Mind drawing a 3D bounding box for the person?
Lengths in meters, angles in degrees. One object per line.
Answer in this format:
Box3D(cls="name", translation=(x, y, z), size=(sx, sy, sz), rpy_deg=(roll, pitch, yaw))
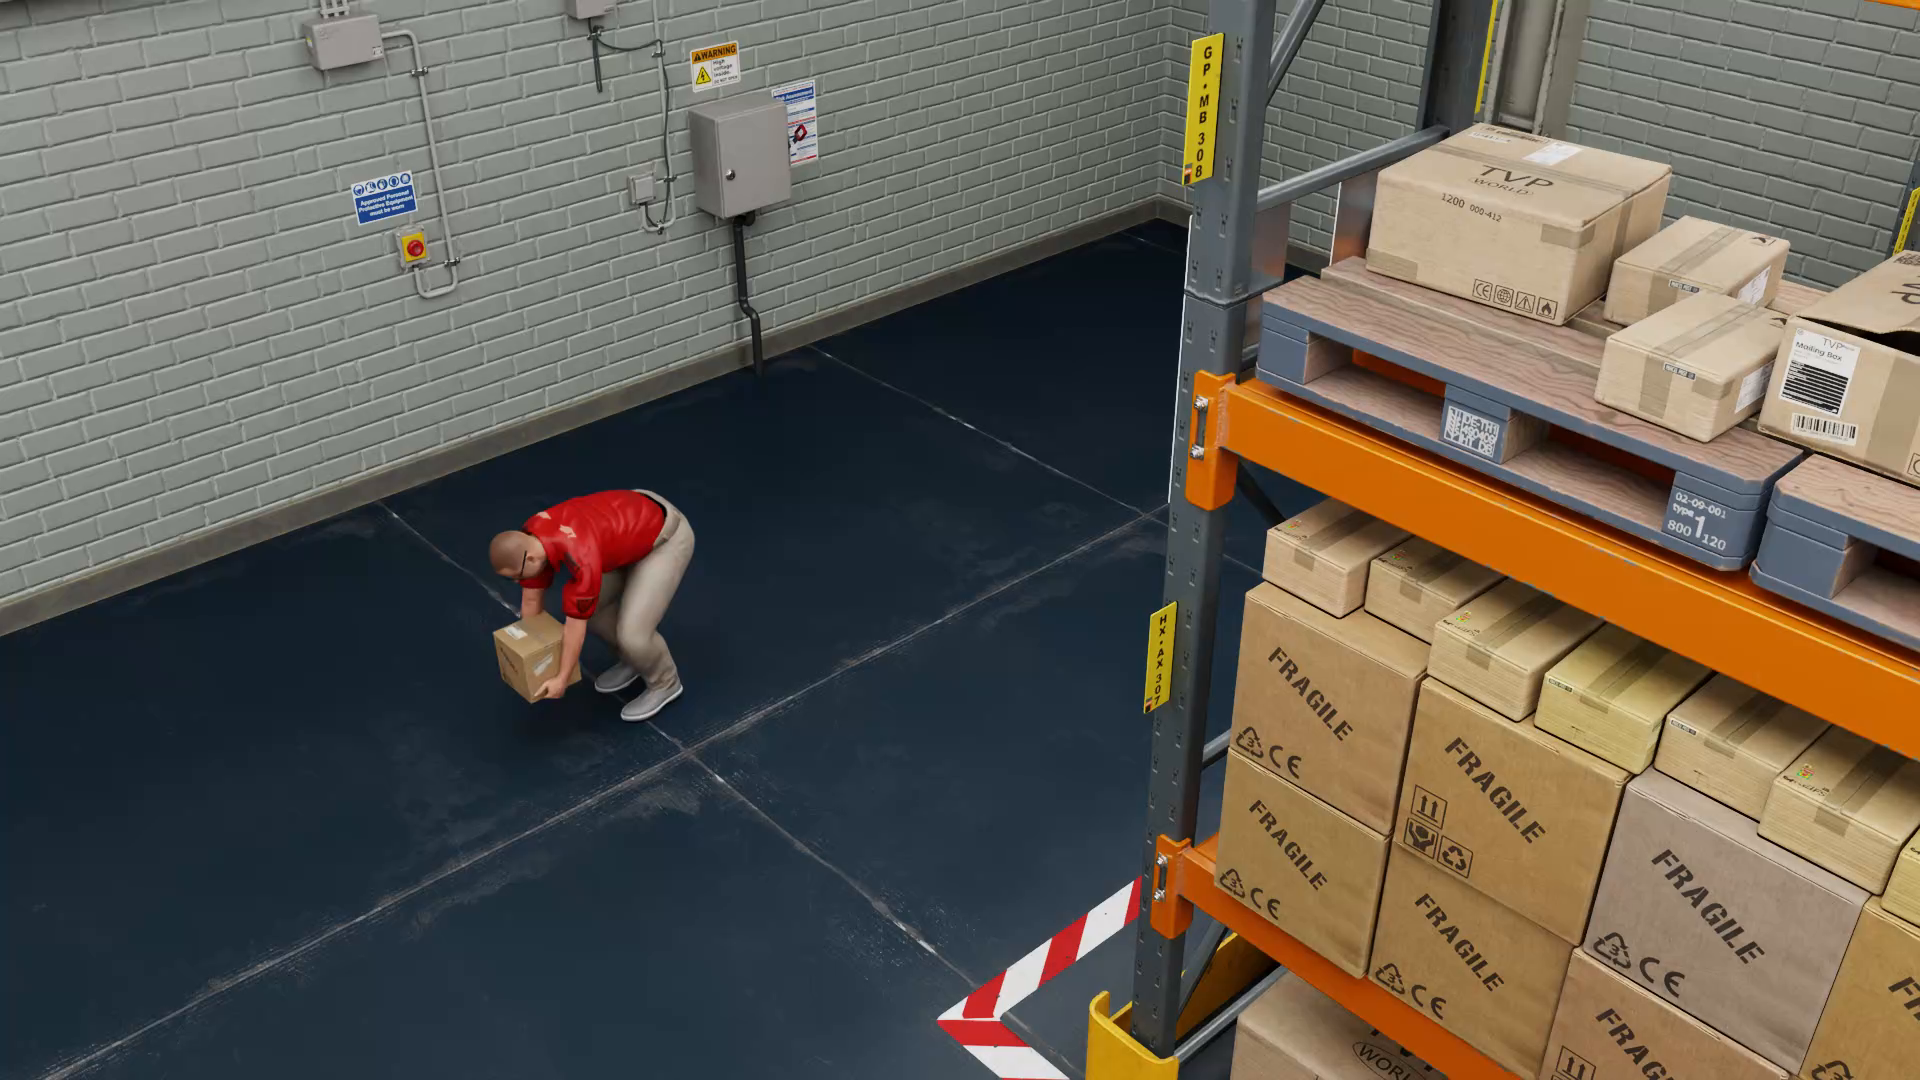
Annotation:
Box3D(cls="person", translation=(-1.584, 0.294, 7.275), size=(0.511, 1.102, 0.941), rpy_deg=(27, 41, 37))
